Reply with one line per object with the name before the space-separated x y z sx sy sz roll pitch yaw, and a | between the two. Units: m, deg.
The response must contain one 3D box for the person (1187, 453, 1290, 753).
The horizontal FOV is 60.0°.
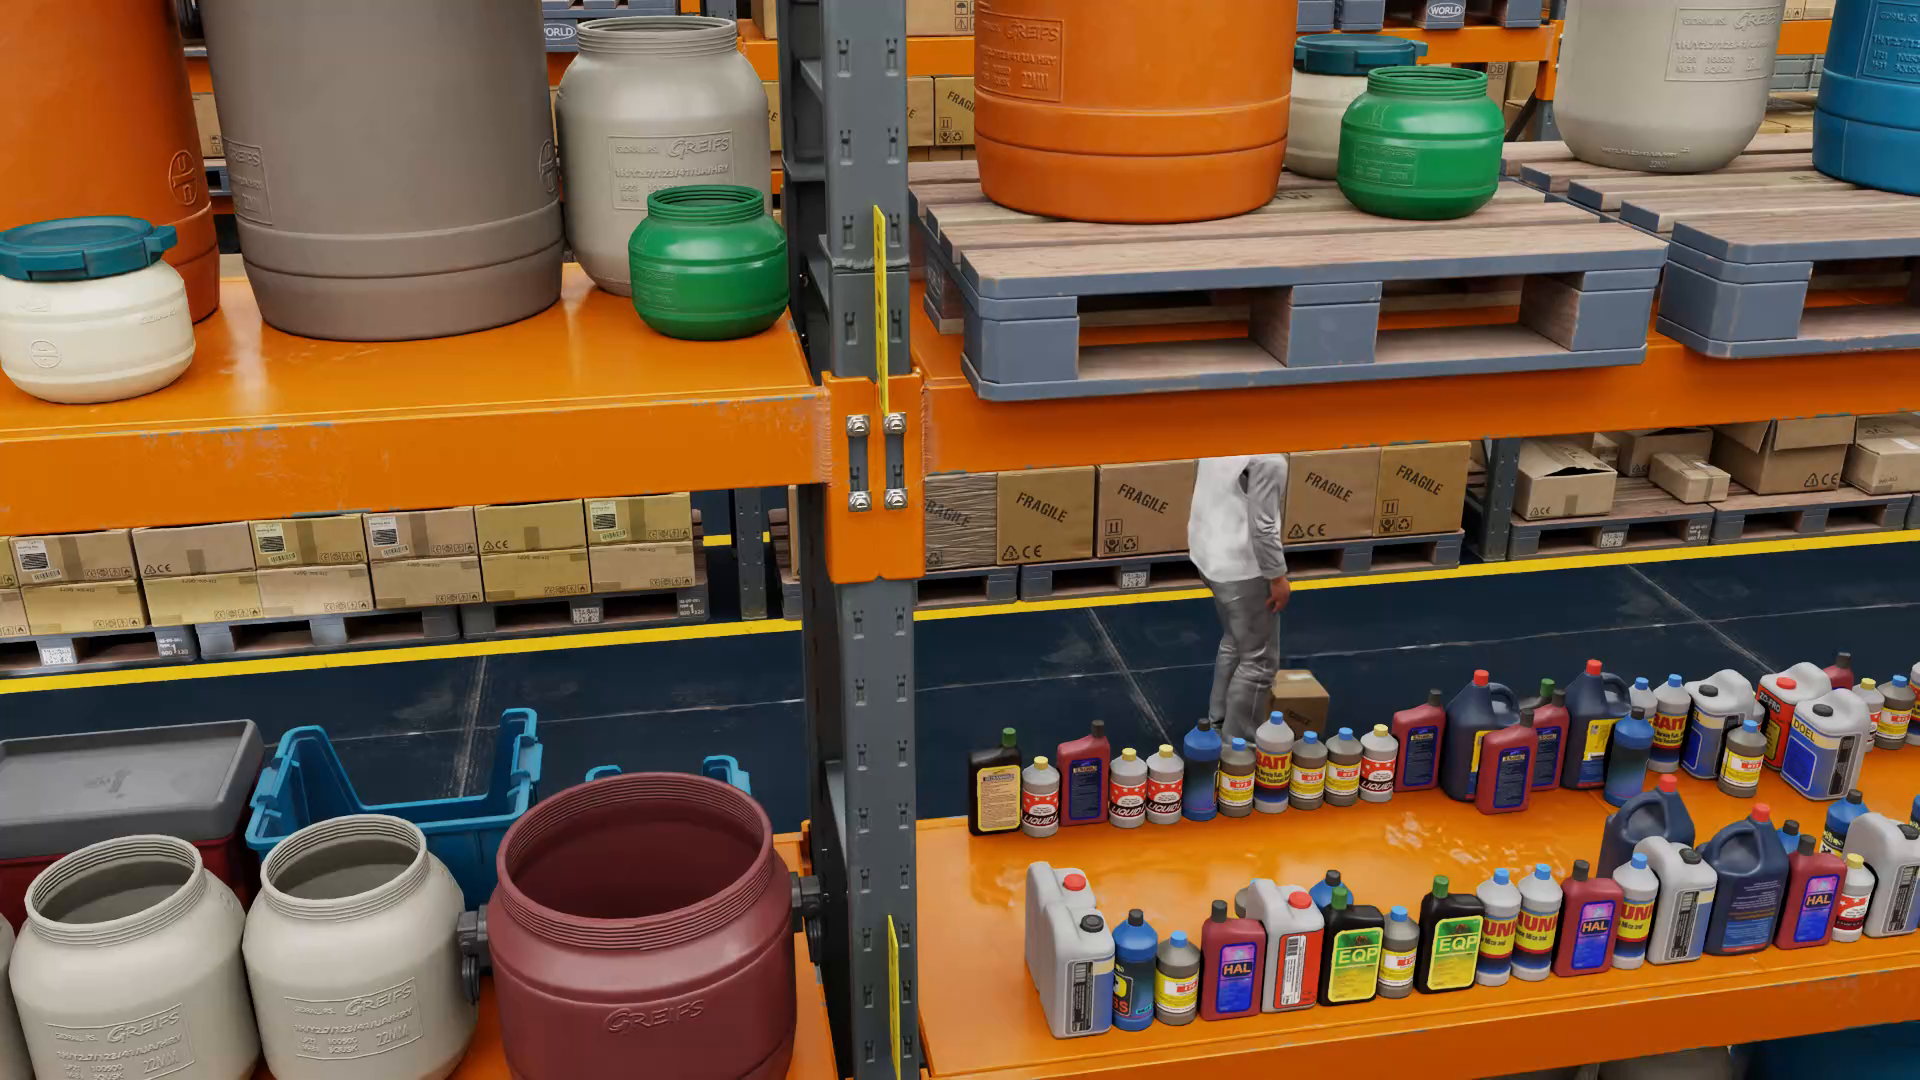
person | 1.185 0.079 6.877 0.474 1.772 0.569 -5 24 -11
